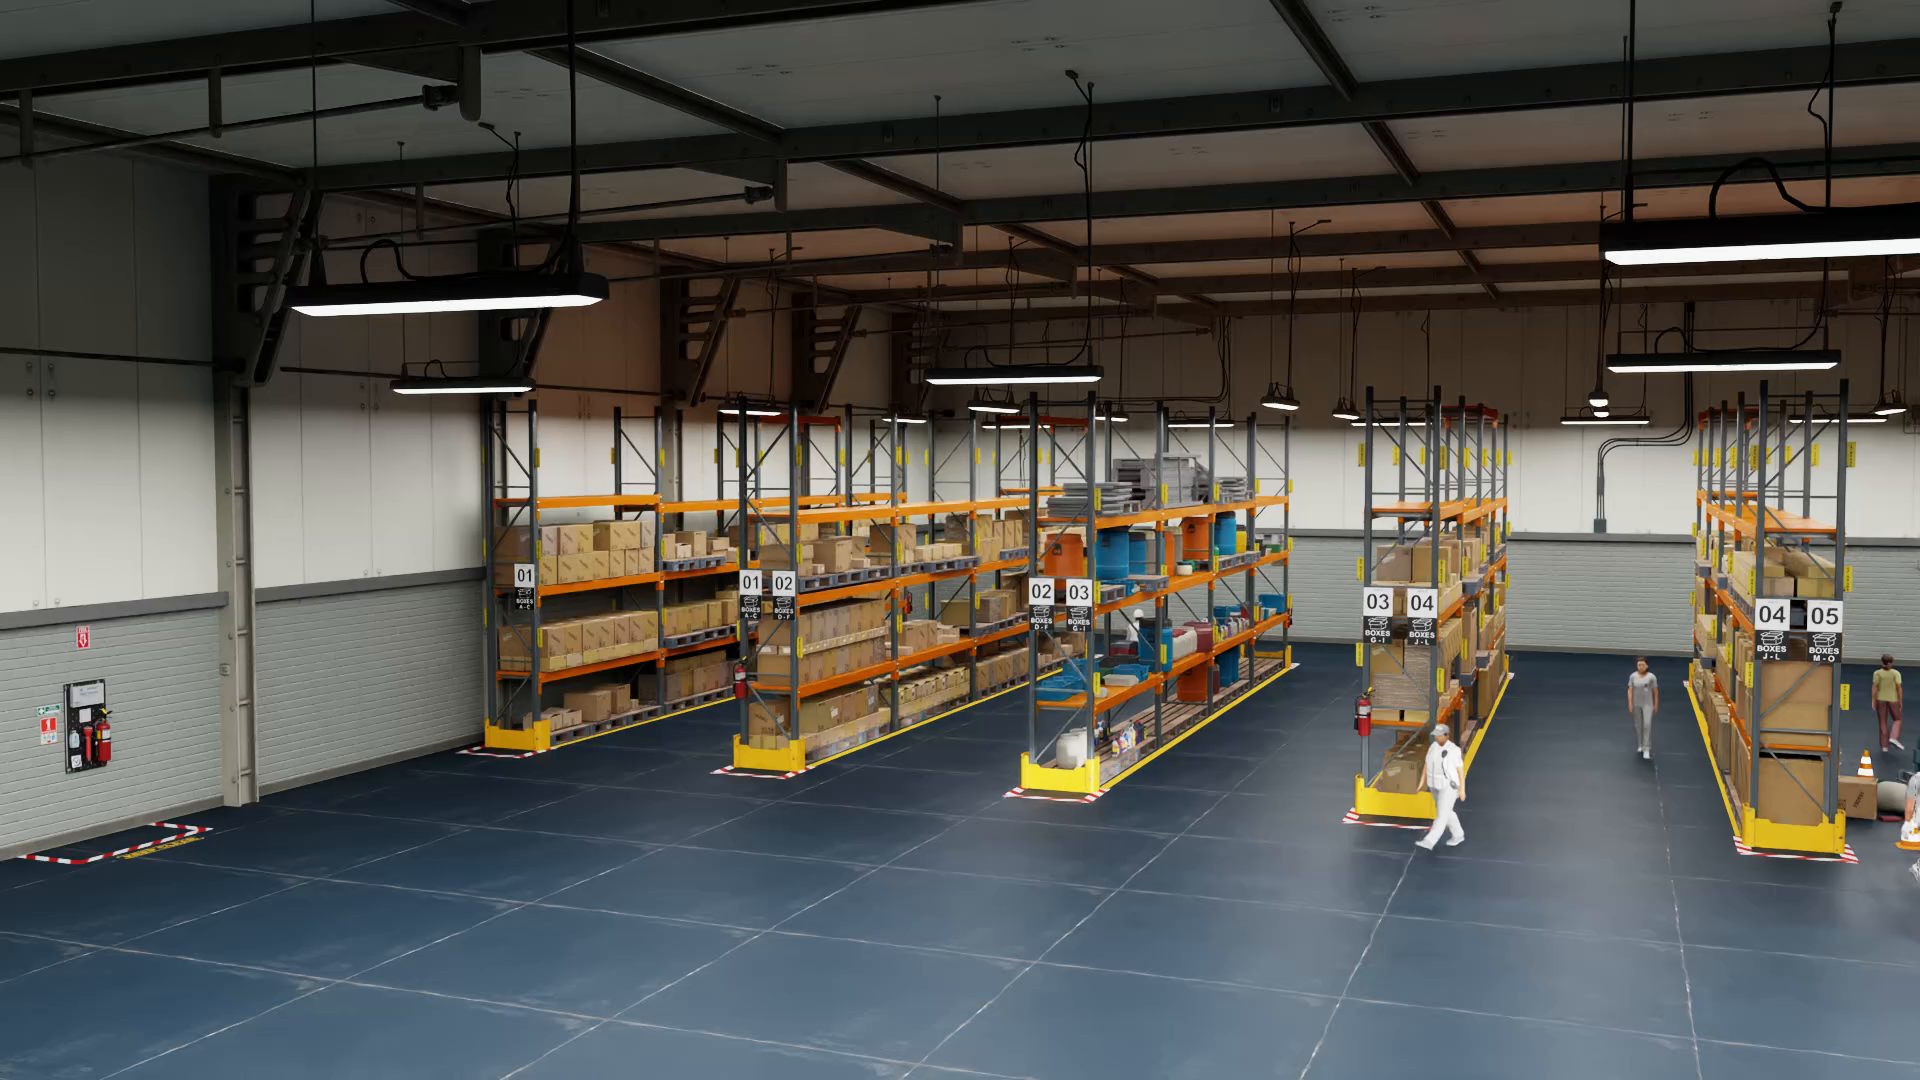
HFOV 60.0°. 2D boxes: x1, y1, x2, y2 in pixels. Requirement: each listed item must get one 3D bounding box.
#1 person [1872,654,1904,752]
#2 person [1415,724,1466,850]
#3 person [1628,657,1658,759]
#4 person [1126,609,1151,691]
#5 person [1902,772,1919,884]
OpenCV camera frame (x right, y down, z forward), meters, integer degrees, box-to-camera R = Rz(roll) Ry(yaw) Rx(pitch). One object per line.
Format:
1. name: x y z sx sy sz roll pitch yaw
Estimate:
1. person: 15.791 2.774 28.296 0.500 1.670 0.503 1 3 28
2. person: 6.086 3.138 21.178 1.049 1.602 0.504 -1 3 -27
3. person: 11.442 2.792 27.909 0.471 1.615 0.871 2 4 37
4. person: 3.833 2.370 35.597 0.563 1.768 0.519 1 3 21
5. person: 11.045 3.210 18.840 0.567 1.726 0.955 -1 3 -13
